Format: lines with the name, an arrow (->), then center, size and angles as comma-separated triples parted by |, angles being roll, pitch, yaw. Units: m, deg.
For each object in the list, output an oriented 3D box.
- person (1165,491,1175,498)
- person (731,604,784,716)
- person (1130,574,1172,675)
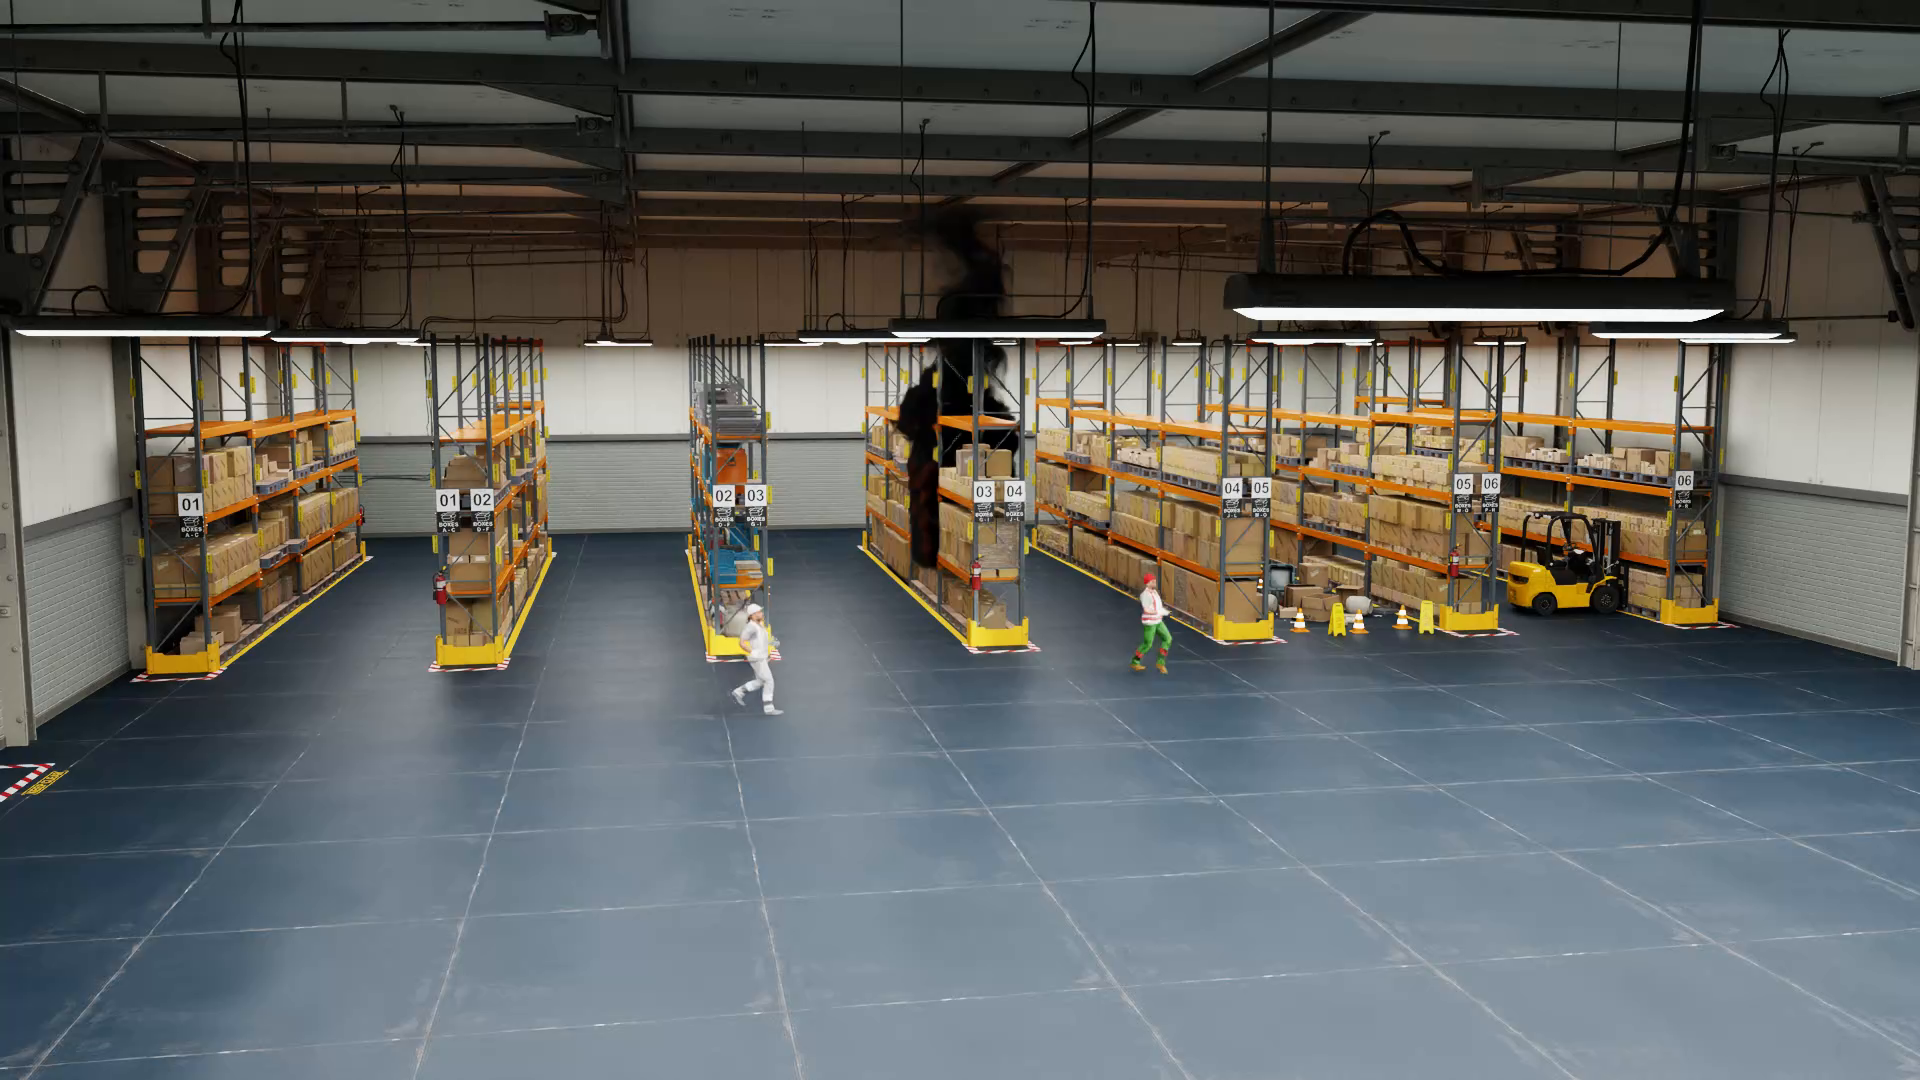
person -> 6.335, -0.904, 50.775 | 0.630, 1.631, 0.638 | 0, 7, 0
person -> -3.192, 1.874, 26.026 | 0.868, 1.760, 0.657 | 1, 7, 8
person -> 3.400, 1.490, 29.432 | 0.755, 1.812, 0.670 | 4, 8, 31
